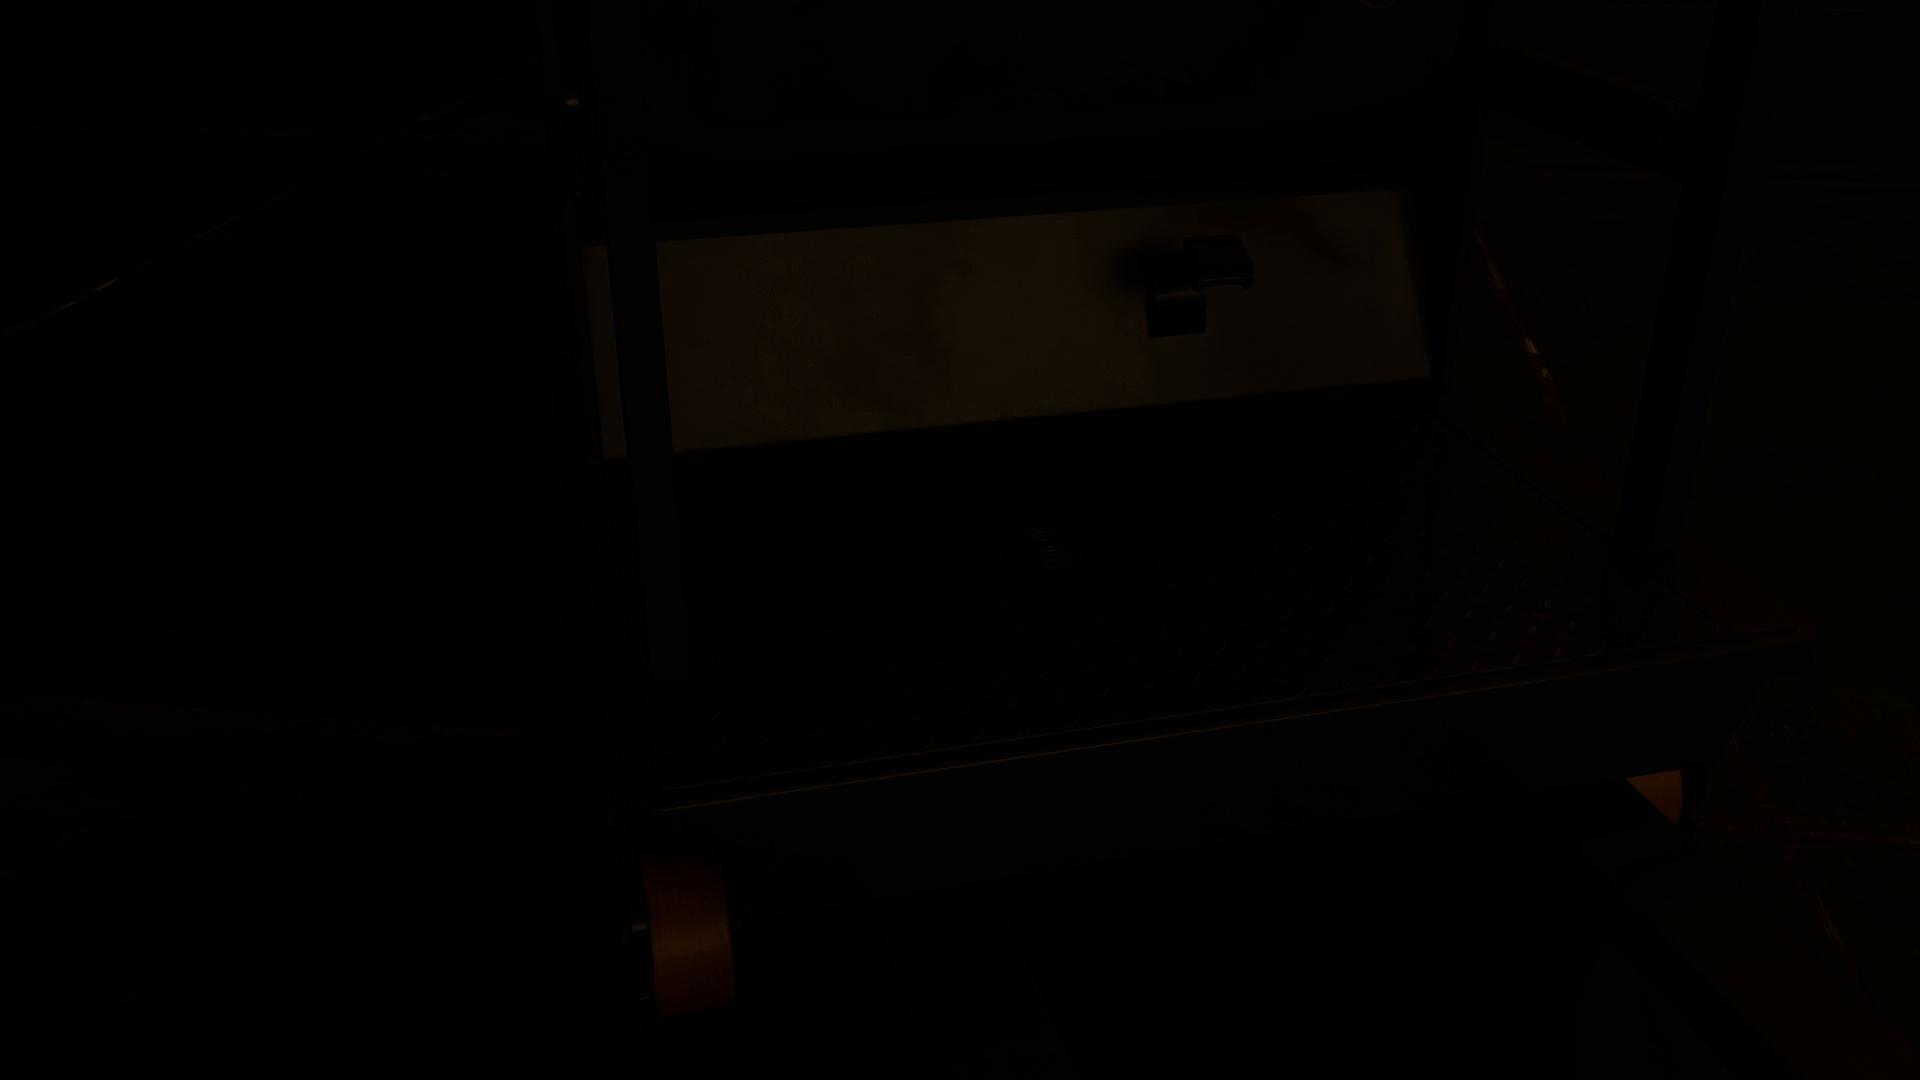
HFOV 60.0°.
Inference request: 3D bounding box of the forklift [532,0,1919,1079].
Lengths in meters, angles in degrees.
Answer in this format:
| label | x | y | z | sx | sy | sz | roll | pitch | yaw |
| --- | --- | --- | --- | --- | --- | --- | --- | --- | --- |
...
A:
| label | x | y | z | sx | sy | sz | roll | pitch | yaw |
| --- | --- | --- | --- | --- | --- | --- | --- | --- | --- |
| forklift | 0.153 | -1.049 | 1.319 | 1.130 | 2.935 | 3.031 | -7 | 27 | -13 |
